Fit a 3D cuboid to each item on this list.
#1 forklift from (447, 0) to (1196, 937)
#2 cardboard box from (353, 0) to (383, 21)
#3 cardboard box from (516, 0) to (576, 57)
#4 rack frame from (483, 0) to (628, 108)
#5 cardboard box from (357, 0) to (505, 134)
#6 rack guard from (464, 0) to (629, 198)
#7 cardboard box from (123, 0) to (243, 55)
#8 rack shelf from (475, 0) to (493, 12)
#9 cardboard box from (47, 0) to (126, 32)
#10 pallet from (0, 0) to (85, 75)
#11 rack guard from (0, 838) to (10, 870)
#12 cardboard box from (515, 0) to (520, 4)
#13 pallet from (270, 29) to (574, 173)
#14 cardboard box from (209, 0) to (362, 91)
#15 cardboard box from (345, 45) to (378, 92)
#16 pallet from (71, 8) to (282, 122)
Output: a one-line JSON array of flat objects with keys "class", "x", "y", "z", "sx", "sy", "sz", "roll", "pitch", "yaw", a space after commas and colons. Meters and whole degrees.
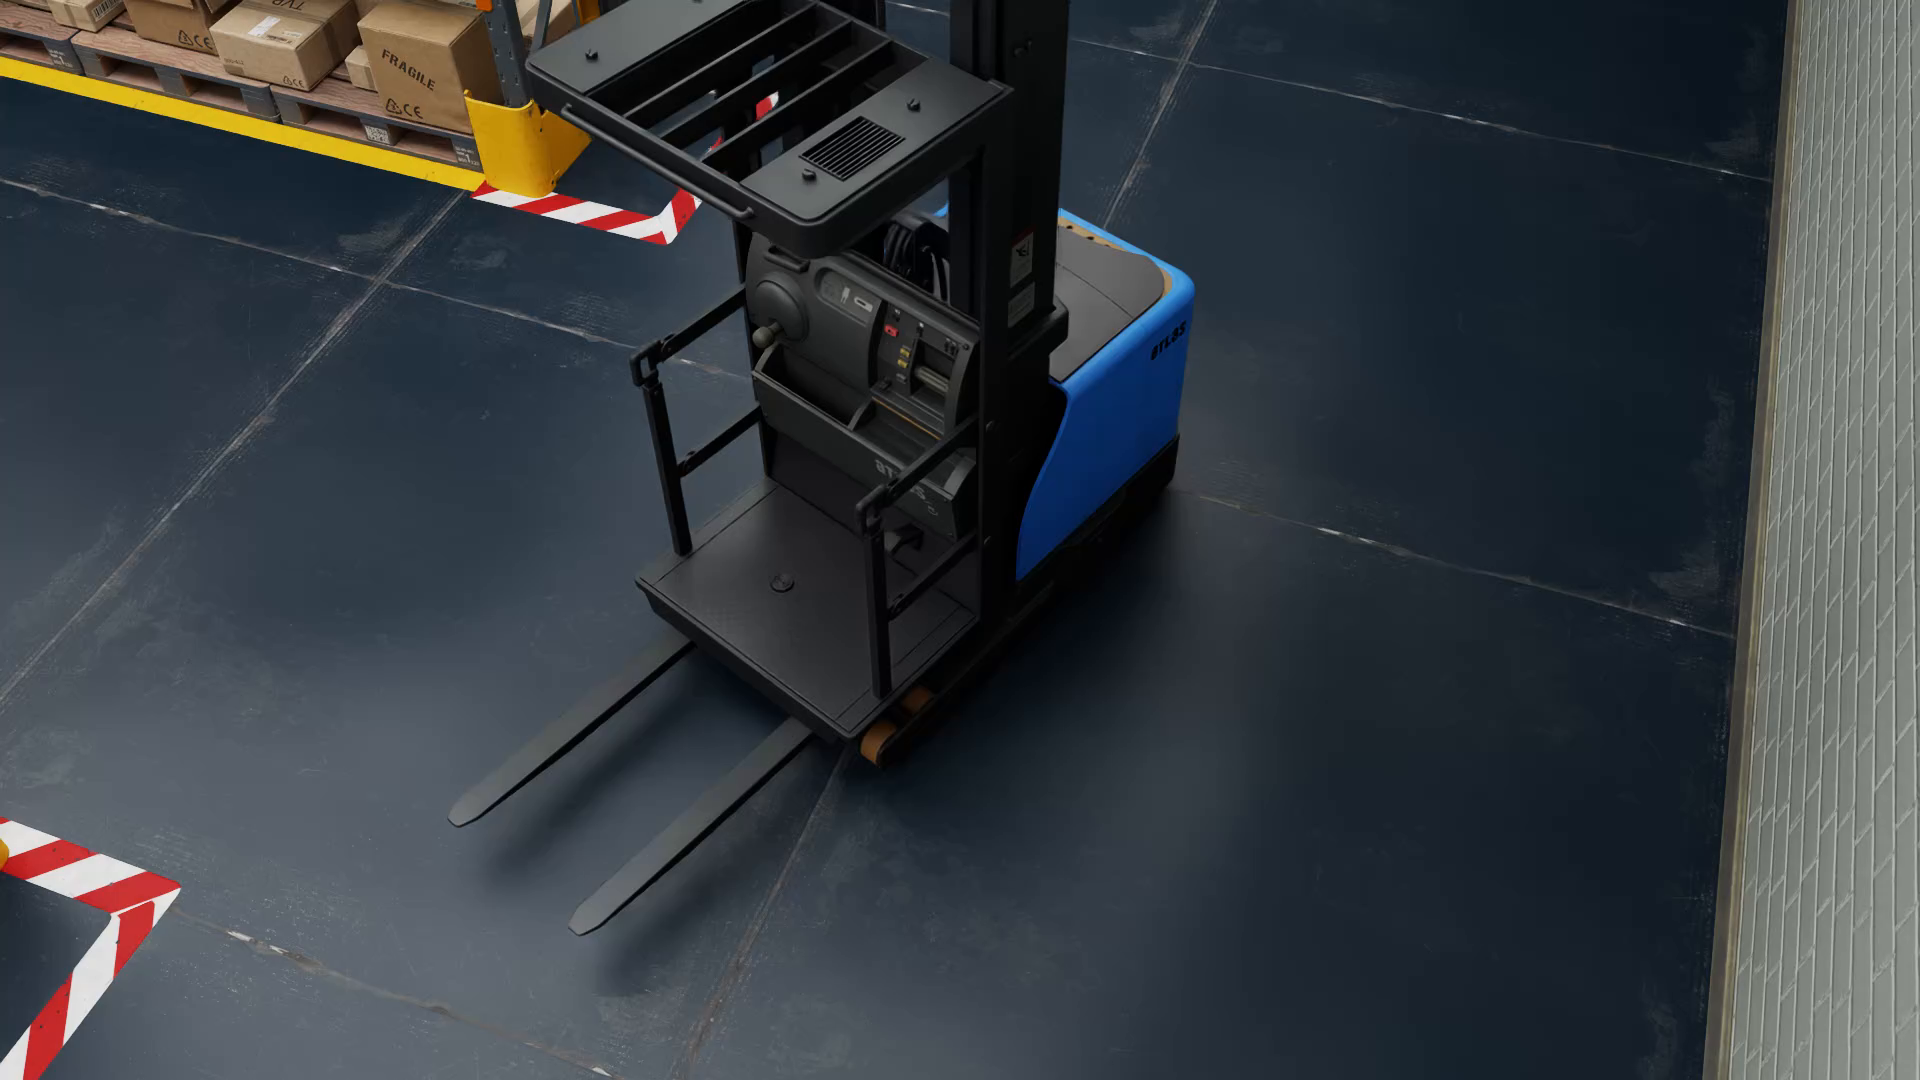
[{"class": "forklift", "x": -0.468, "y": -0.596, "z": 5.194, "sx": 1.130, "sy": 2.935, "sz": 3.031, "roll": 33, "pitch": 57, "yaw": 25}, {"class": "cardboard box", "x": -2.781, "y": -2.781, "z": 8.570, "sx": 0.500, "sy": 0.250, "sz": 0.500, "roll": 16, "pitch": 51, "yaw": 13}, {"class": "cardboard box", "x": -2.174, "y": -2.626, "z": 8.503, "sx": 0.250, "sy": 0.149, "sz": 0.380, "roll": 16, "pitch": 51, "yaw": 13}, {"class": "rack frame", "x": -1.900, "y": -3.063, "z": 7.286, "sx": 0.127, "sy": 3.000, "sz": 1.000, "roll": 16, "pitch": 51, "yaw": 13}, {"class": "cardboard box", "x": -2.495, "y": -2.356, "z": 8.036, "sx": 0.500, "sy": 0.500, "sz": 0.500, "roll": 16, "pitch": 51, "yaw": 13}, {"class": "rack guard", "x": -1.971, "y": -2.264, "z": 8.248, "sx": 0.348, "sy": 0.500, "sz": 1.175, "roll": 16, "pitch": 51, "yaw": 13}, {"class": "cardboard box", "x": -3.888, "y": -2.948, "z": 8.548, "sx": 0.637, "sy": 0.503, "sz": 0.797, "roll": 16, "pitch": 51, "yaw": 13}, {"class": "rack shelf", "x": -3.776, "y": -3.351, "z": 8.012, "sx": 4.000, "sy": 0.370, "sz": 1.077, "roll": 16, "pitch": 51, "yaw": 13}, {"class": "cardboard box", "x": -4.519, "y": -2.844, "z": 8.680, "sx": 0.250, "sy": 0.166, "sz": 0.380, "roll": 16, "pitch": 51, "yaw": 13}, {"class": "pallet", "x": -5.008, "y": -3.016, "z": 9.091, "sx": 1.213, "sy": 0.211, "sz": 1.003, "roll": 16, "pitch": 51, "yaw": 13}, {"class": "rack guard", "x": -3.593, "y": 1.263, "z": 5.191, "sx": 0.348, "sy": 0.500, "sz": 1.175, "roll": 16, "pitch": 51, "yaw": 13}, {"class": "cardboard box", "x": -2.408, "y": -2.698, "z": 8.553, "sx": 0.250, "sy": 0.166, "sz": 0.380, "roll": 16, "pitch": 51, "yaw": 13}, {"class": "pallet", "x": -2.720, "y": -2.377, "z": 8.538, "sx": 1.213, "sy": 0.211, "sz": 1.003, "roll": 16, "pitch": 51, "yaw": 13}, {"class": "cardboard box", "x": -3.376, "y": -2.544, "z": 8.365, "sx": 0.500, "sy": 0.250, "sz": 0.500, "roll": 16, "pitch": 51, "yaw": 13}, {"class": "cardboard box", "x": -2.844, "y": -2.416, "z": 8.310, "sx": 0.250, "sy": 0.166, "sz": 0.380, "roll": 16, "pitch": 51, "yaw": 13}, {"class": "pallet", "x": -3.860, "y": -2.698, "z": 8.815, "sx": 1.213, "sy": 0.211, "sz": 1.003, "roll": 16, "pitch": 51, "yaw": 13}]
